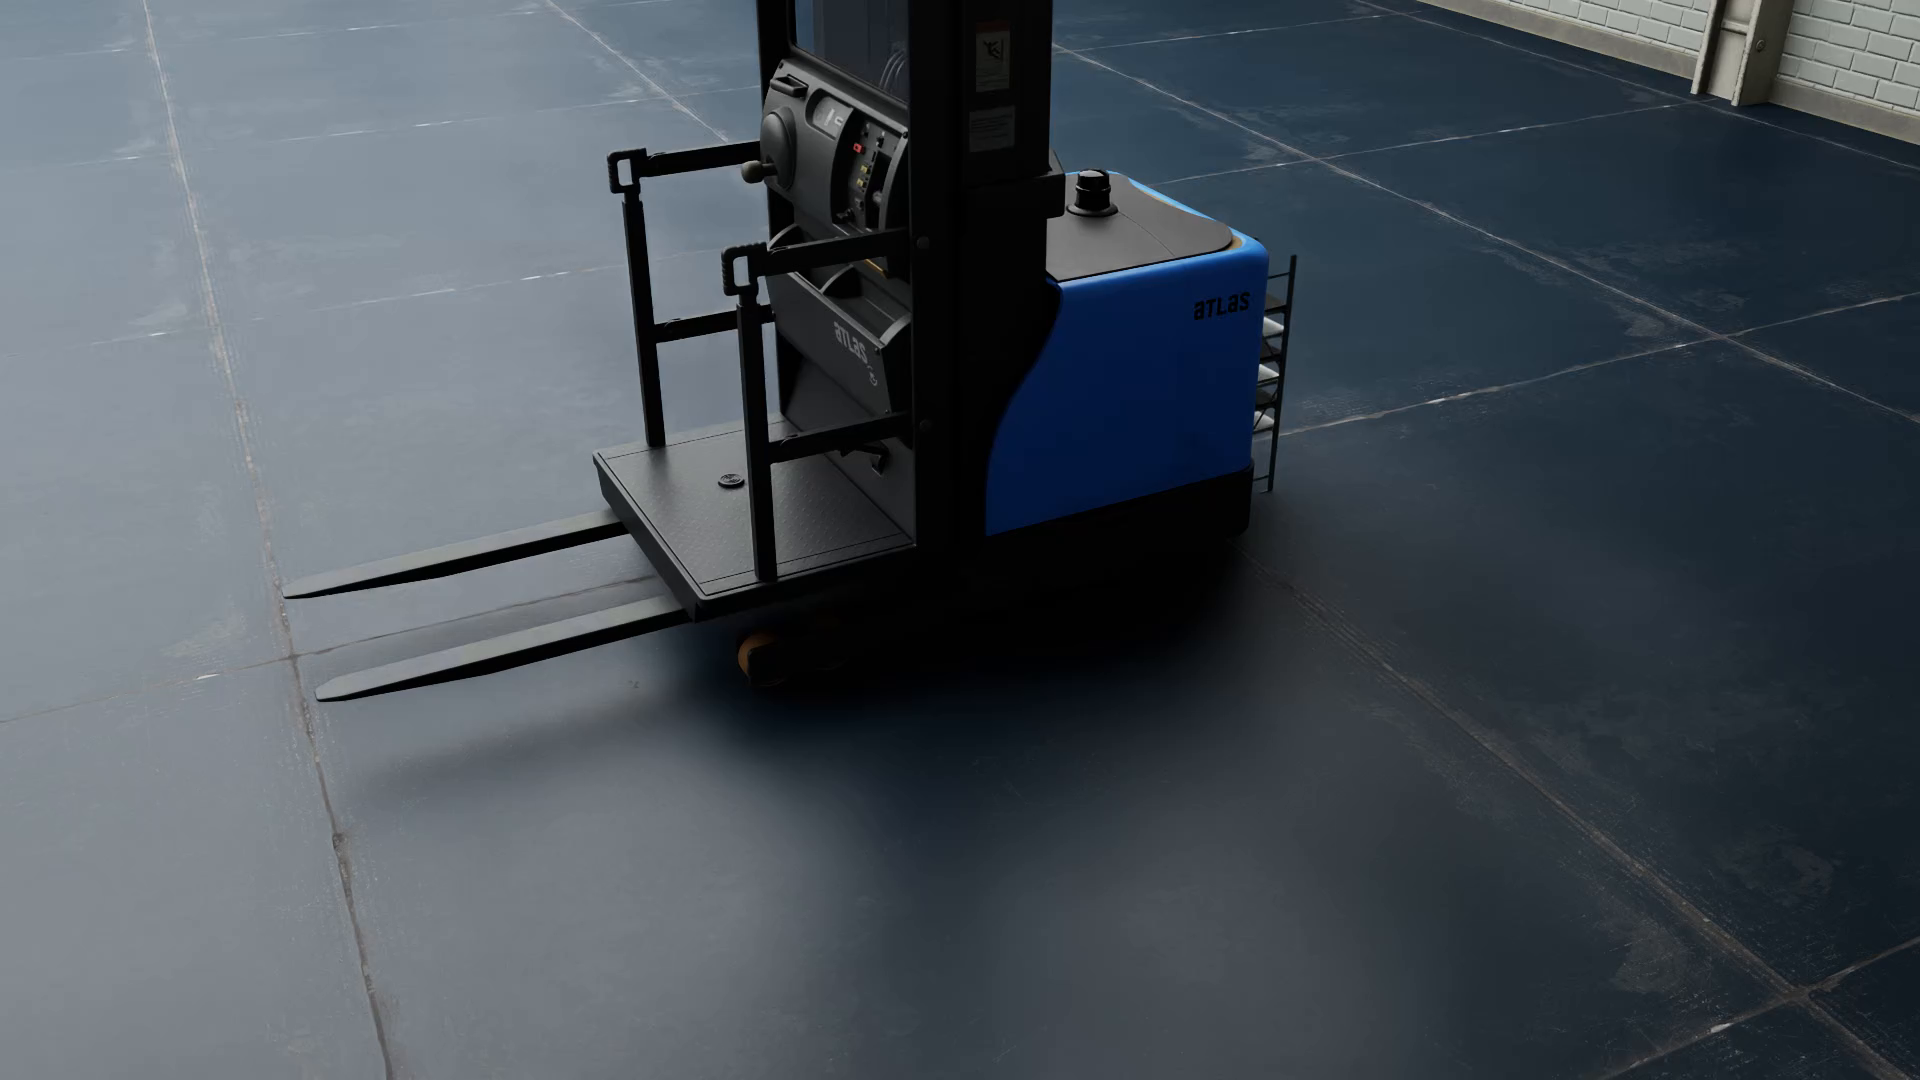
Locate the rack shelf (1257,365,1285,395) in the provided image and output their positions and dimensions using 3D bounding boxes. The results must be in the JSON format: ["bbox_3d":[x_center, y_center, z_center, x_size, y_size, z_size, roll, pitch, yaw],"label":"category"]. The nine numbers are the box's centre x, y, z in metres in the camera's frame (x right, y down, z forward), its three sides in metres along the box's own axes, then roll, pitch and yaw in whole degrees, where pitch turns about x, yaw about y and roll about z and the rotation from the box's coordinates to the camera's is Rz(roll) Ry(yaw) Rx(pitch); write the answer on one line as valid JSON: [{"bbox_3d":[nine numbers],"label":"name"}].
[{"bbox_3d":[0.985,-0.560,5.896,0.258,0.077,0.200,-16,33,-26],"label":"rack shelf"}]

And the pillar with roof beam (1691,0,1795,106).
[{"bbox_3d":[1.190,-5.943,7.149,9.100,9.000,0.400,-13,32,-22],"label":"pillar with roof beam"}]

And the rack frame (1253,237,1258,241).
[{"bbox_3d":[0.934,-0.632,5.956,0.240,0.900,0.006,-16,33,-26],"label":"rack frame"}]

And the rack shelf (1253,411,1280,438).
[{"bbox_3d":[0.985,-0.403,5.984,0.258,0.077,0.200,-16,33,-26],"label":"rack shelf"}]

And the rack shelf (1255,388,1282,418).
[{"bbox_3d":[0.985,-0.481,5.940,0.258,0.077,0.200,-16,33,-26],"label":"rack shelf"}]

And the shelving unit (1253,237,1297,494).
[{"bbox_3d":[0.985,-0.589,5.880,0.258,0.900,0.210,-16,33,-26],"label":"shelving unit"}]

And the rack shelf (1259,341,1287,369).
[{"bbox_3d":[0.985,-0.638,5.852,0.258,0.077,0.200,-16,33,-26],"label":"rack shelf"}]

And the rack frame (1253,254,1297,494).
[{"bbox_3d":[1.037,-0.546,5.803,0.240,0.900,0.006,-16,33,-26],"label":"rack frame"}]

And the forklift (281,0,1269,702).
[{"bbox_3d":[-0.558,-1.135,4.778,3.031,2.935,1.130,-14,32,-24],"label":"forklift"}]

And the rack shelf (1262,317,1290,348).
[{"bbox_3d":[0.985,-0.717,5.808,0.258,0.077,0.200,-16,33,-26],"label":"rack shelf"}]

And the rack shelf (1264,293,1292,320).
[{"bbox_3d":[0.985,-0.795,5.764,0.258,0.077,0.200,-16,33,-26],"label":"rack shelf"}]
